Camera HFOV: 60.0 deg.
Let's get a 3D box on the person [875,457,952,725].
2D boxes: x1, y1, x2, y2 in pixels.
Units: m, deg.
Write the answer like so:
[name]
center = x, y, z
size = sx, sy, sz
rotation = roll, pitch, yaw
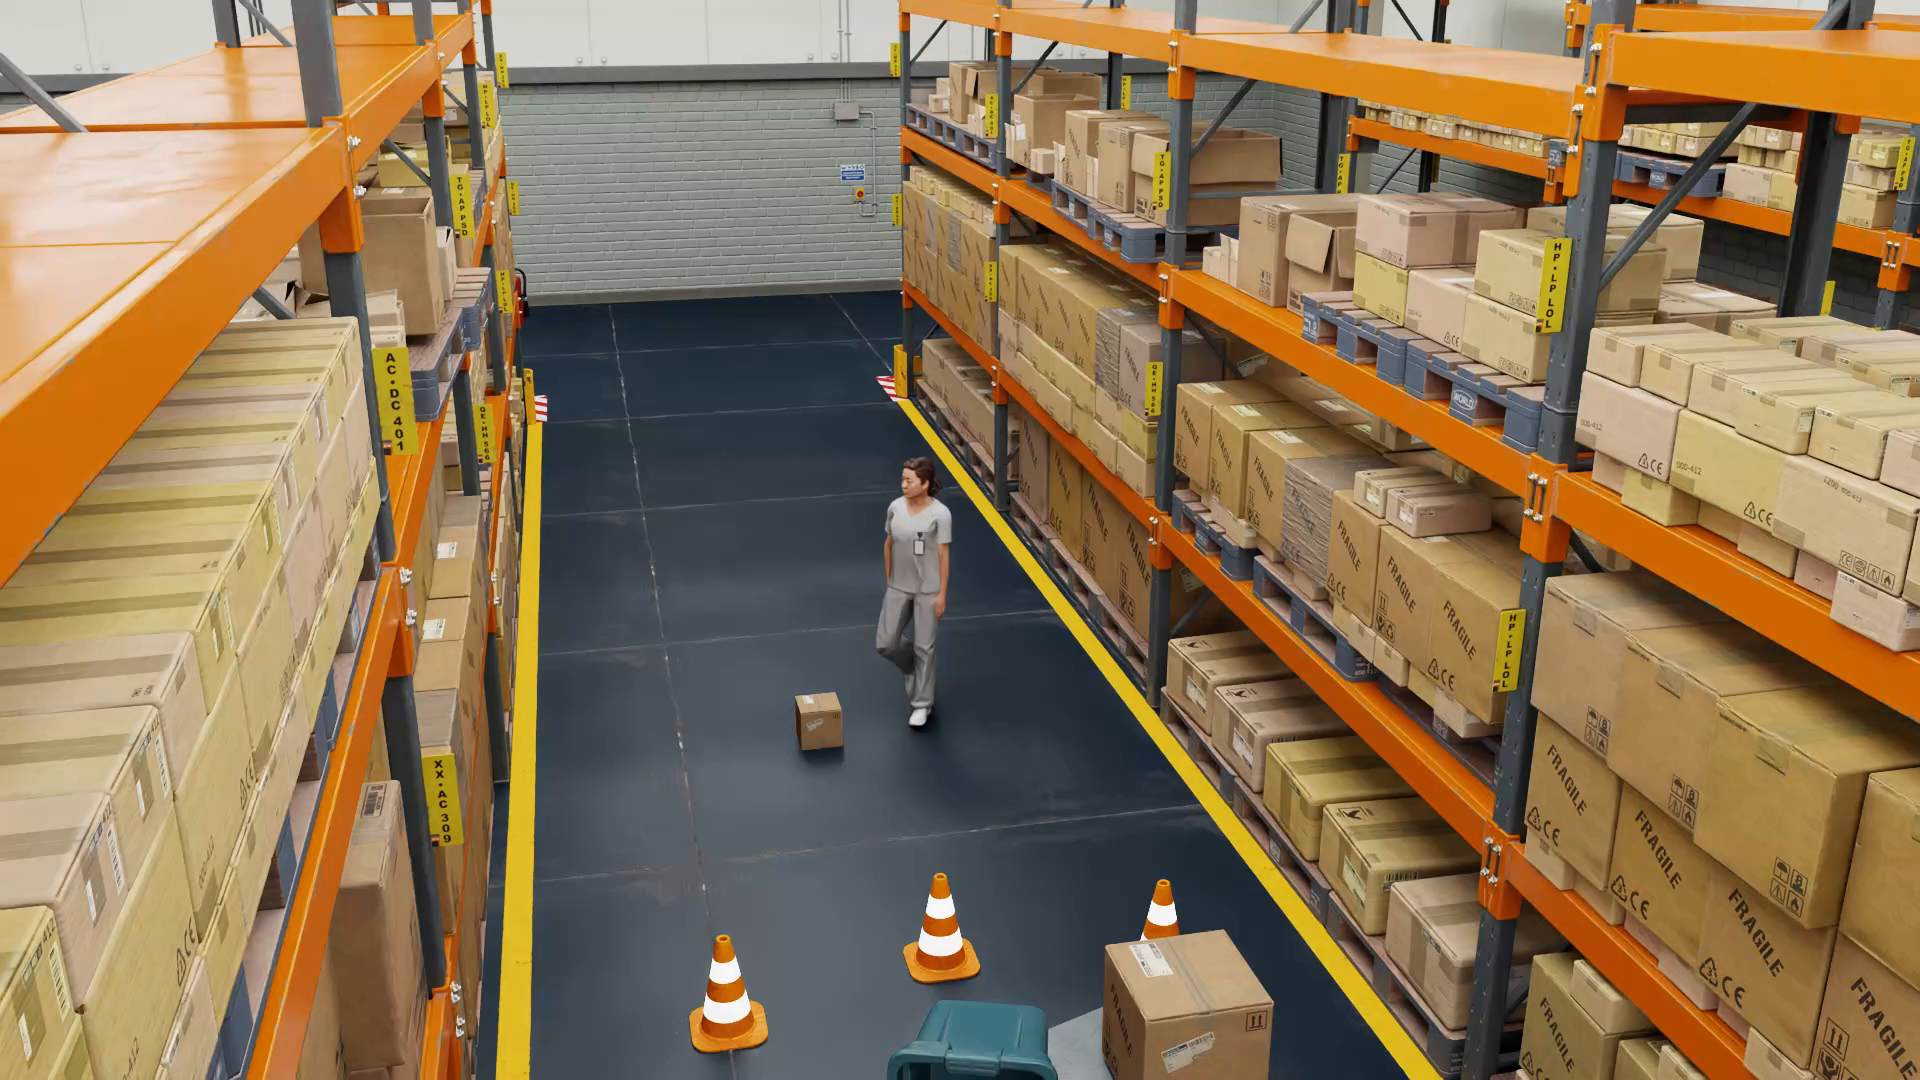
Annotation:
[person]
center = -0.264, 0.293, 10.210
size = 0.452, 1.661, 0.524
rotation = 7, 21, 18
